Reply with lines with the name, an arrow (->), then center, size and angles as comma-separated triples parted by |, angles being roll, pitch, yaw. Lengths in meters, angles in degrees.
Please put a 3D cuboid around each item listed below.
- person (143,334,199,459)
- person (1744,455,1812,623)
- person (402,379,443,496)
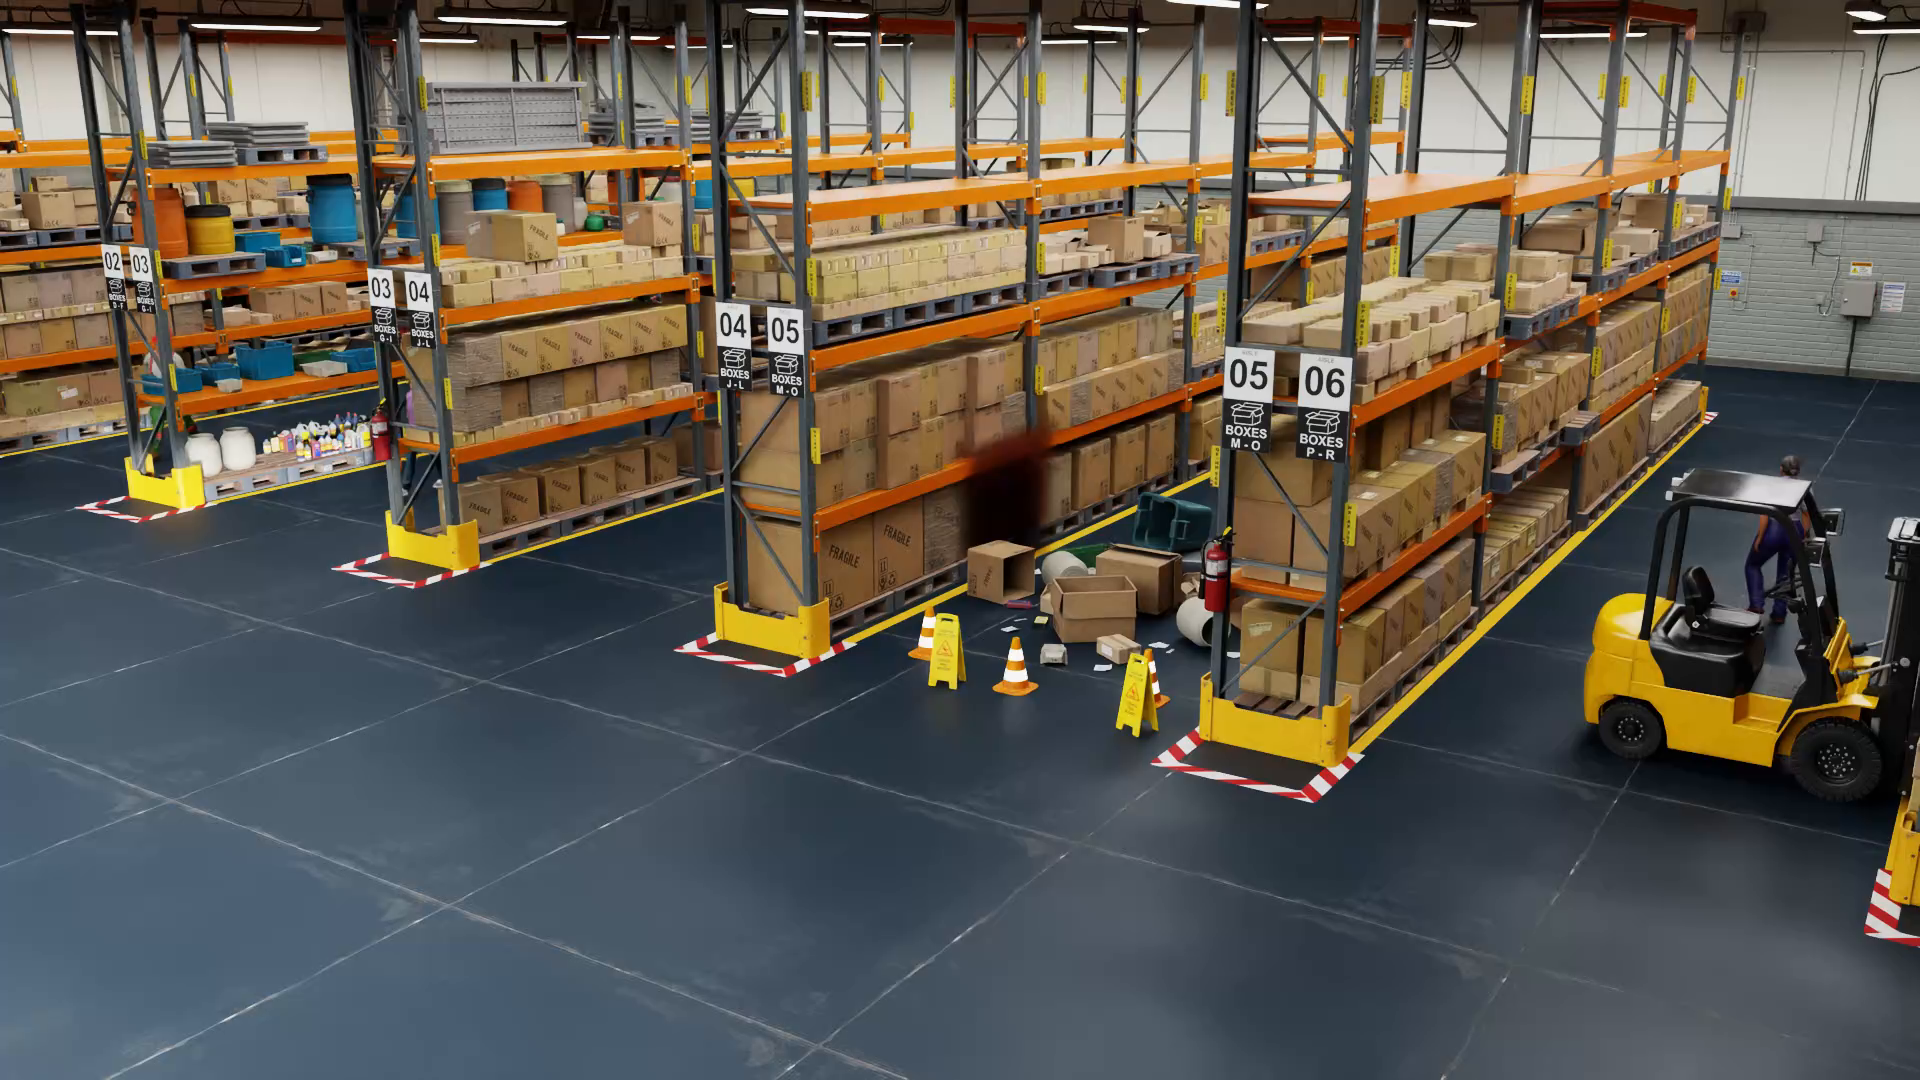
person -> -11.097, -2.046, 23.239 | 0.640, 1.716, 1.093 | 2, 16, 6
person -> 7.991, 0.008, 16.224 | 0.529, 1.668, 0.392 | 1, 16, 3
person -> -6.869, -1.342, 21.101 | 0.453, 1.529, 0.969 | 2, 16, 7
